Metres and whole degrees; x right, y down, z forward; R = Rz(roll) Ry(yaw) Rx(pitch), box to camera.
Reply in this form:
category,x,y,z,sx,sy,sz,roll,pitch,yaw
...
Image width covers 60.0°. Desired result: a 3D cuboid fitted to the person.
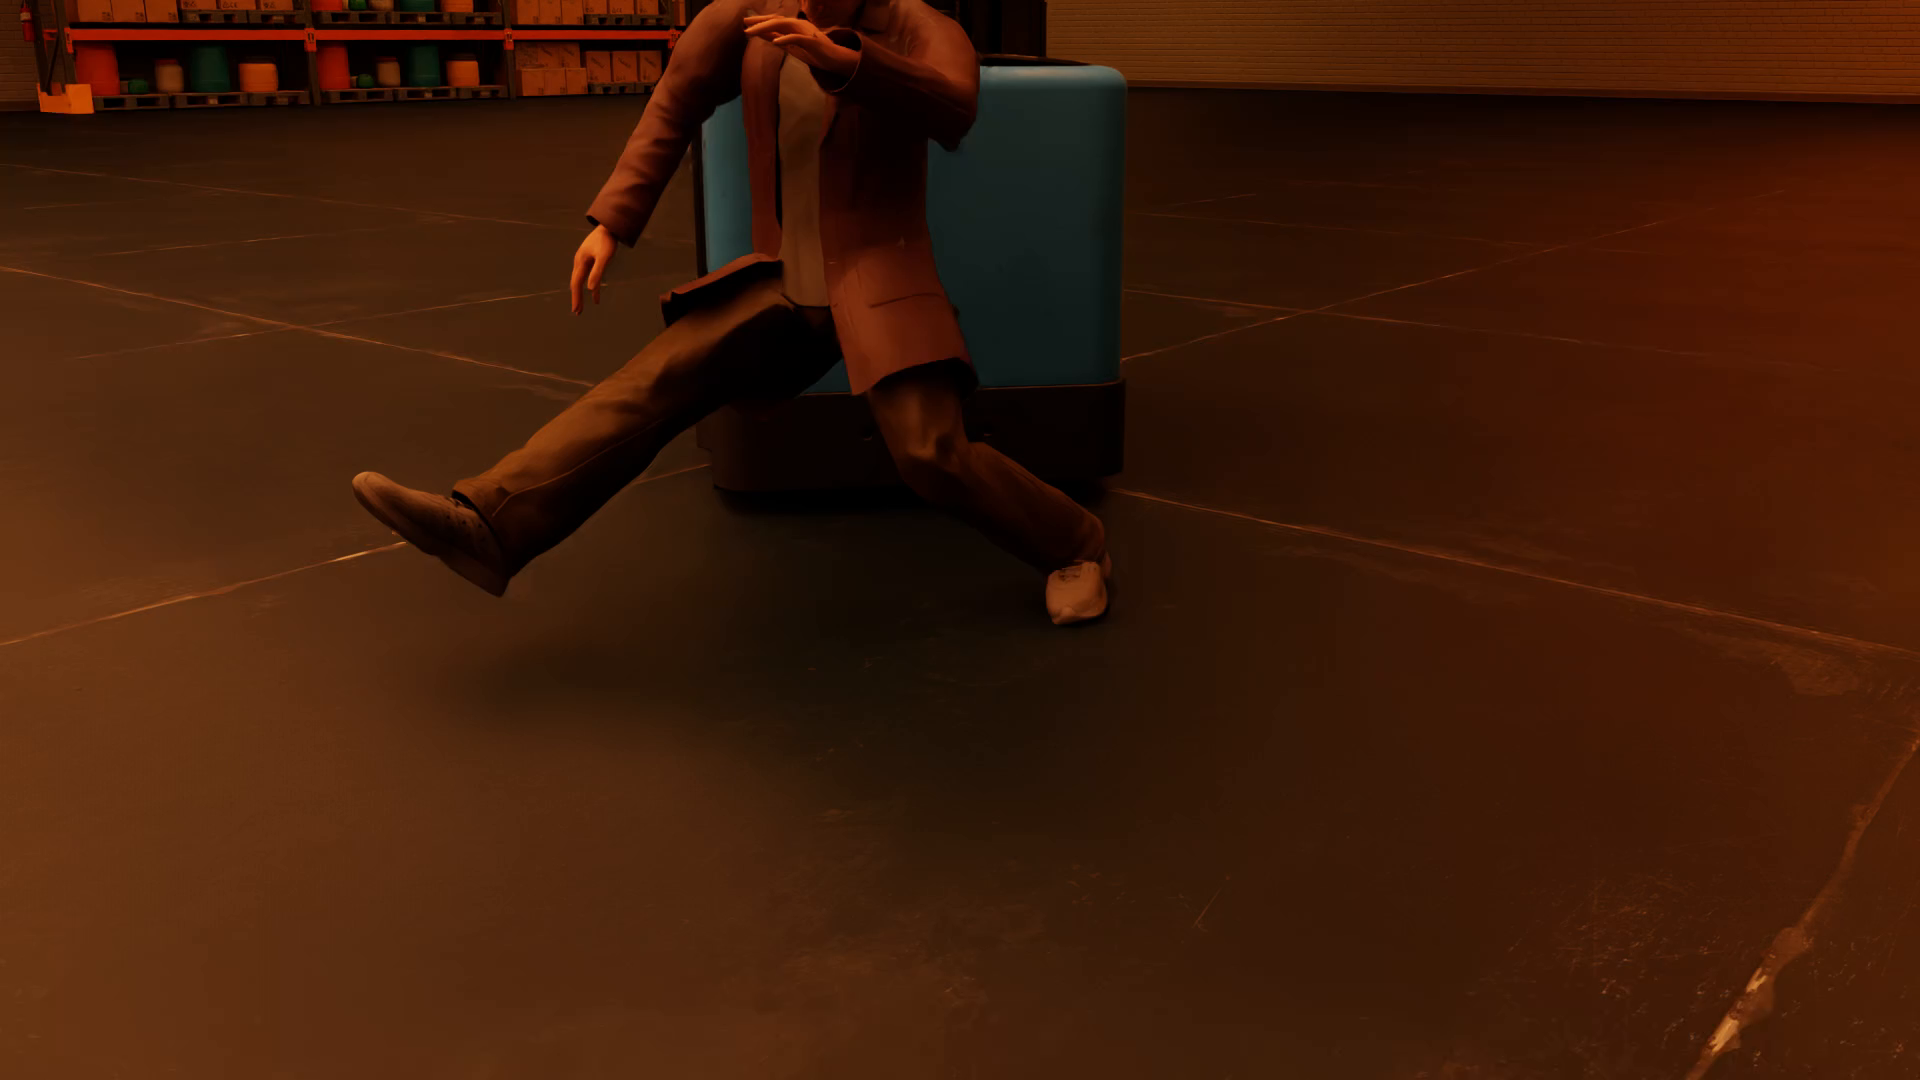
category,x,y,z,sx,sy,sz,roll,pitch,yaw
person,-0.346,-0.483,3.164,1.059,1.416,1.261,10,19,29

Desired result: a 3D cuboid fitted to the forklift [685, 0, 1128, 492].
category,x,y,z,sx,sy,sz,roll,pitch,yaw
forklift,-0.320,-1.905,5.170,1.130,2.935,3.031,-3,17,-9
